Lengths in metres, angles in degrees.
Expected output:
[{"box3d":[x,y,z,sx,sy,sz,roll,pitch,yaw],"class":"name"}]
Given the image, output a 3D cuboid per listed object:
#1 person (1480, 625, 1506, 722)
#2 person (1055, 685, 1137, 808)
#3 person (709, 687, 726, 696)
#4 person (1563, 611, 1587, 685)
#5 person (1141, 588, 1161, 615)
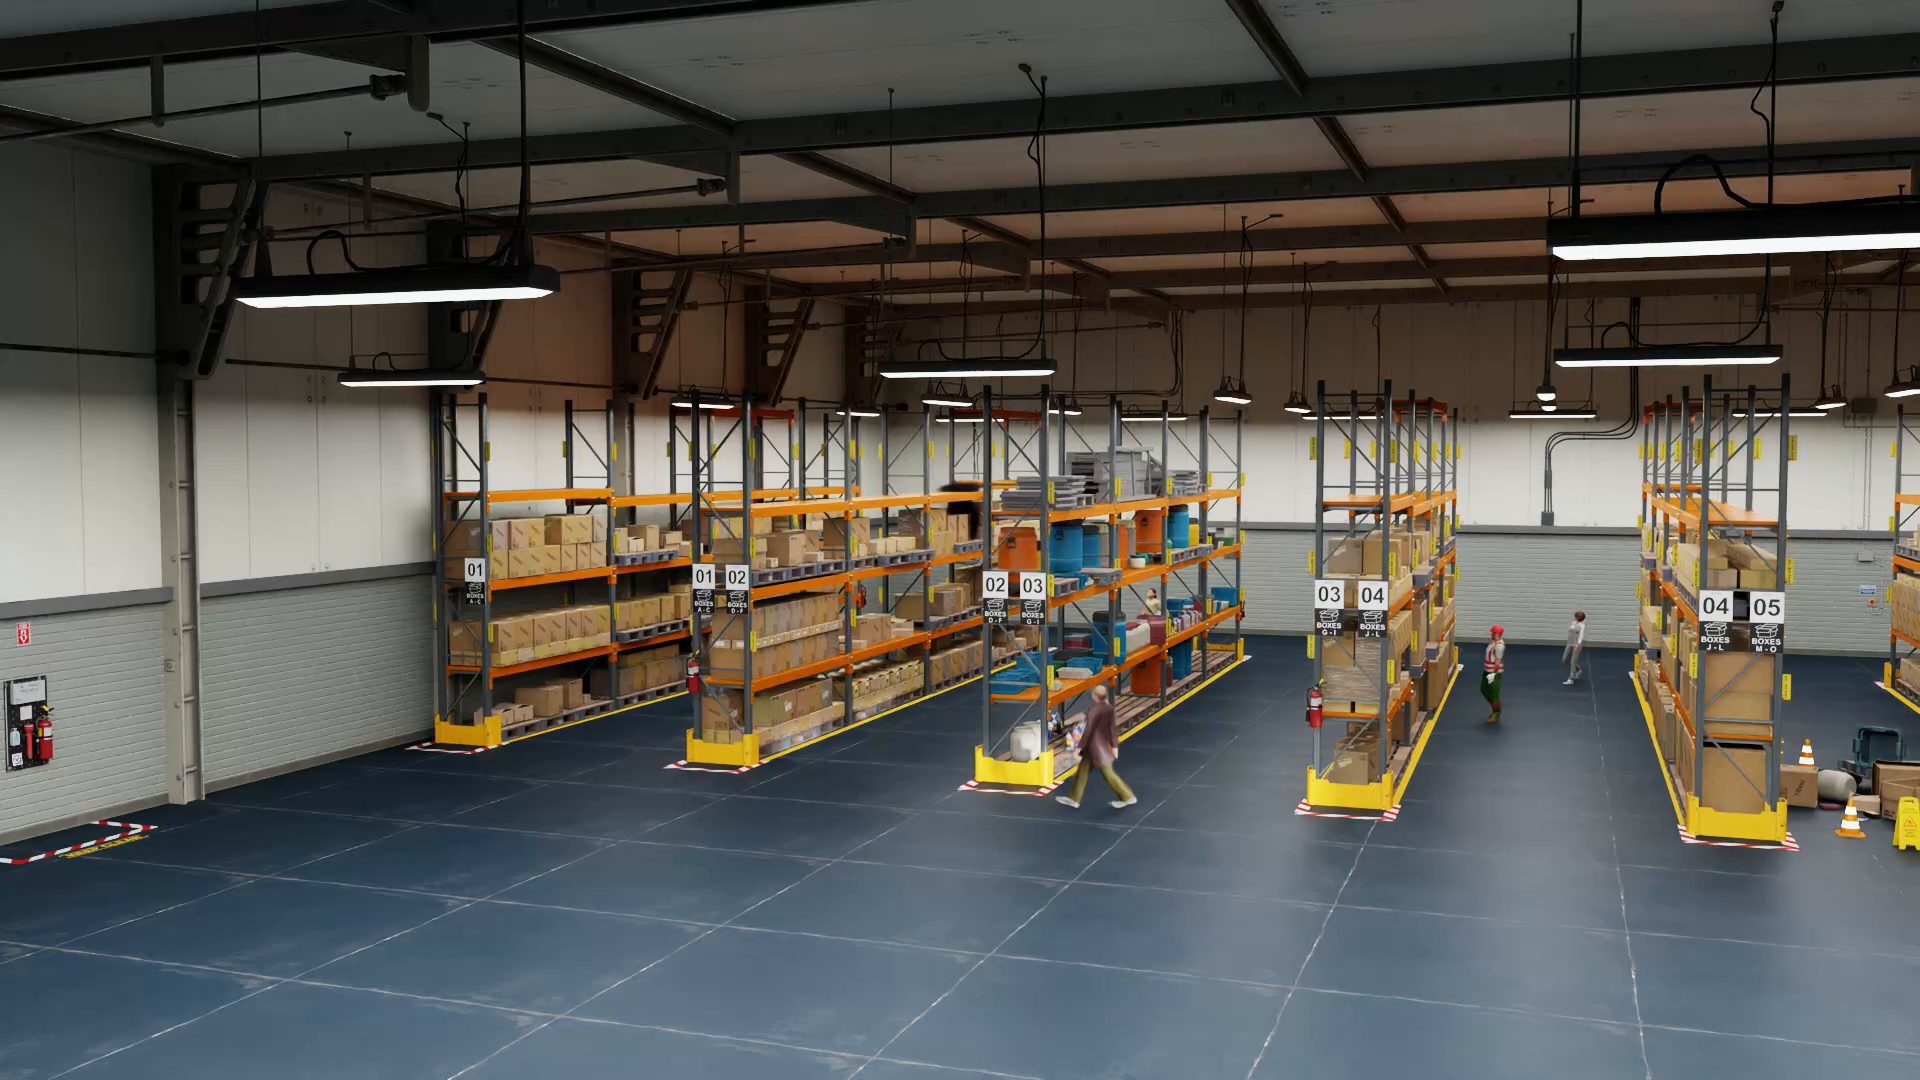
[{"box3d":[9.893,2.462,30.842,0.450,1.790,0.642,0,3,-3],"class":"person"},{"box3d":[1.906,2.894,23.218,1.117,1.737,0.529,0,3,-1],"class":"person"},{"box3d":[-4.769,2.381,33.126,0.452,1.687,0.496,-2,4,-34],"class":"person"},{"box3d":[13.239,2.308,35.852,0.635,1.578,0.451,-2,3,-28],"class":"person"},{"box3d":[4.684,2.001,41.019,0.522,1.624,0.974,1,3,25],"class":"person"}]
